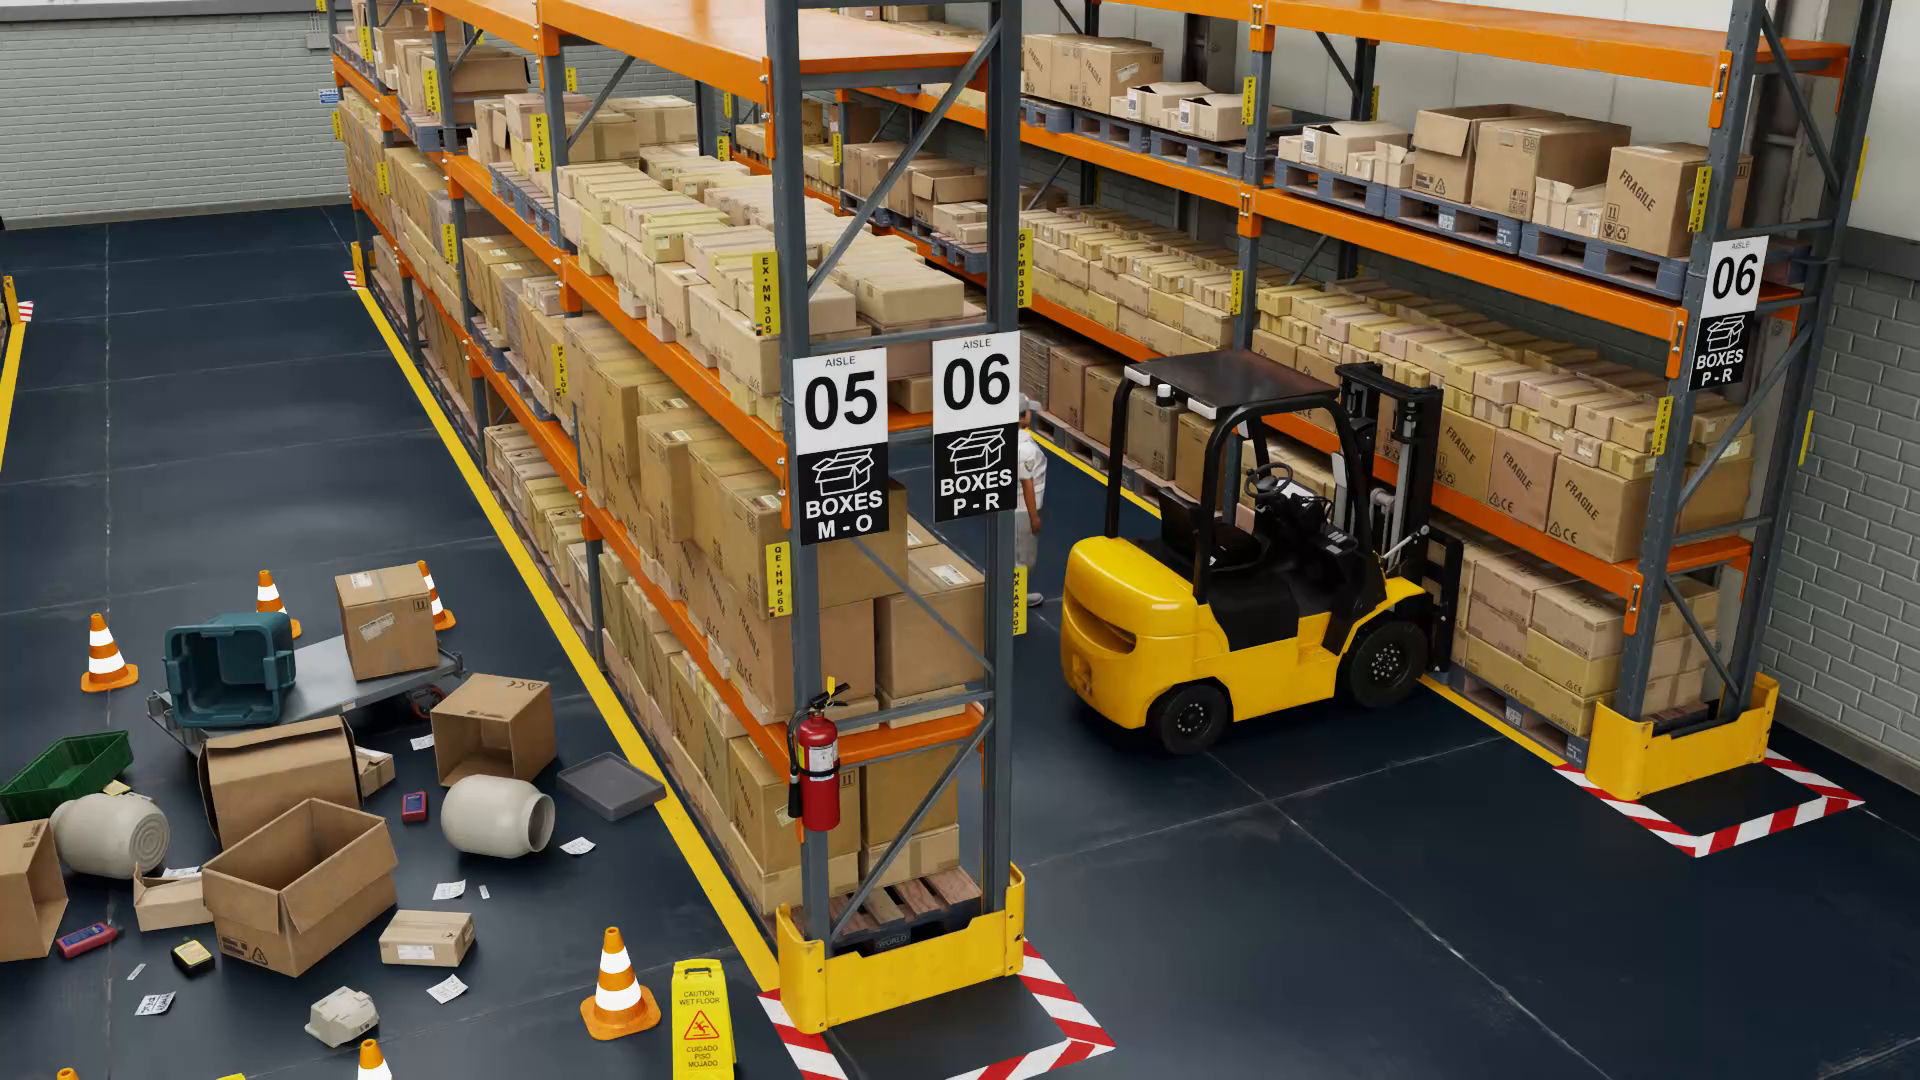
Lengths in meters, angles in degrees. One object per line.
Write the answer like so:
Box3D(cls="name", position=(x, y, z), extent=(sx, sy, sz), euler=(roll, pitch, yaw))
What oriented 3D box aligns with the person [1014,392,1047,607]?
Box3D(cls="person", position=(0.349, -0.214, 11.498), extent=(0.700, 1.655, 0.484), euler=(-12, 25, -26))
